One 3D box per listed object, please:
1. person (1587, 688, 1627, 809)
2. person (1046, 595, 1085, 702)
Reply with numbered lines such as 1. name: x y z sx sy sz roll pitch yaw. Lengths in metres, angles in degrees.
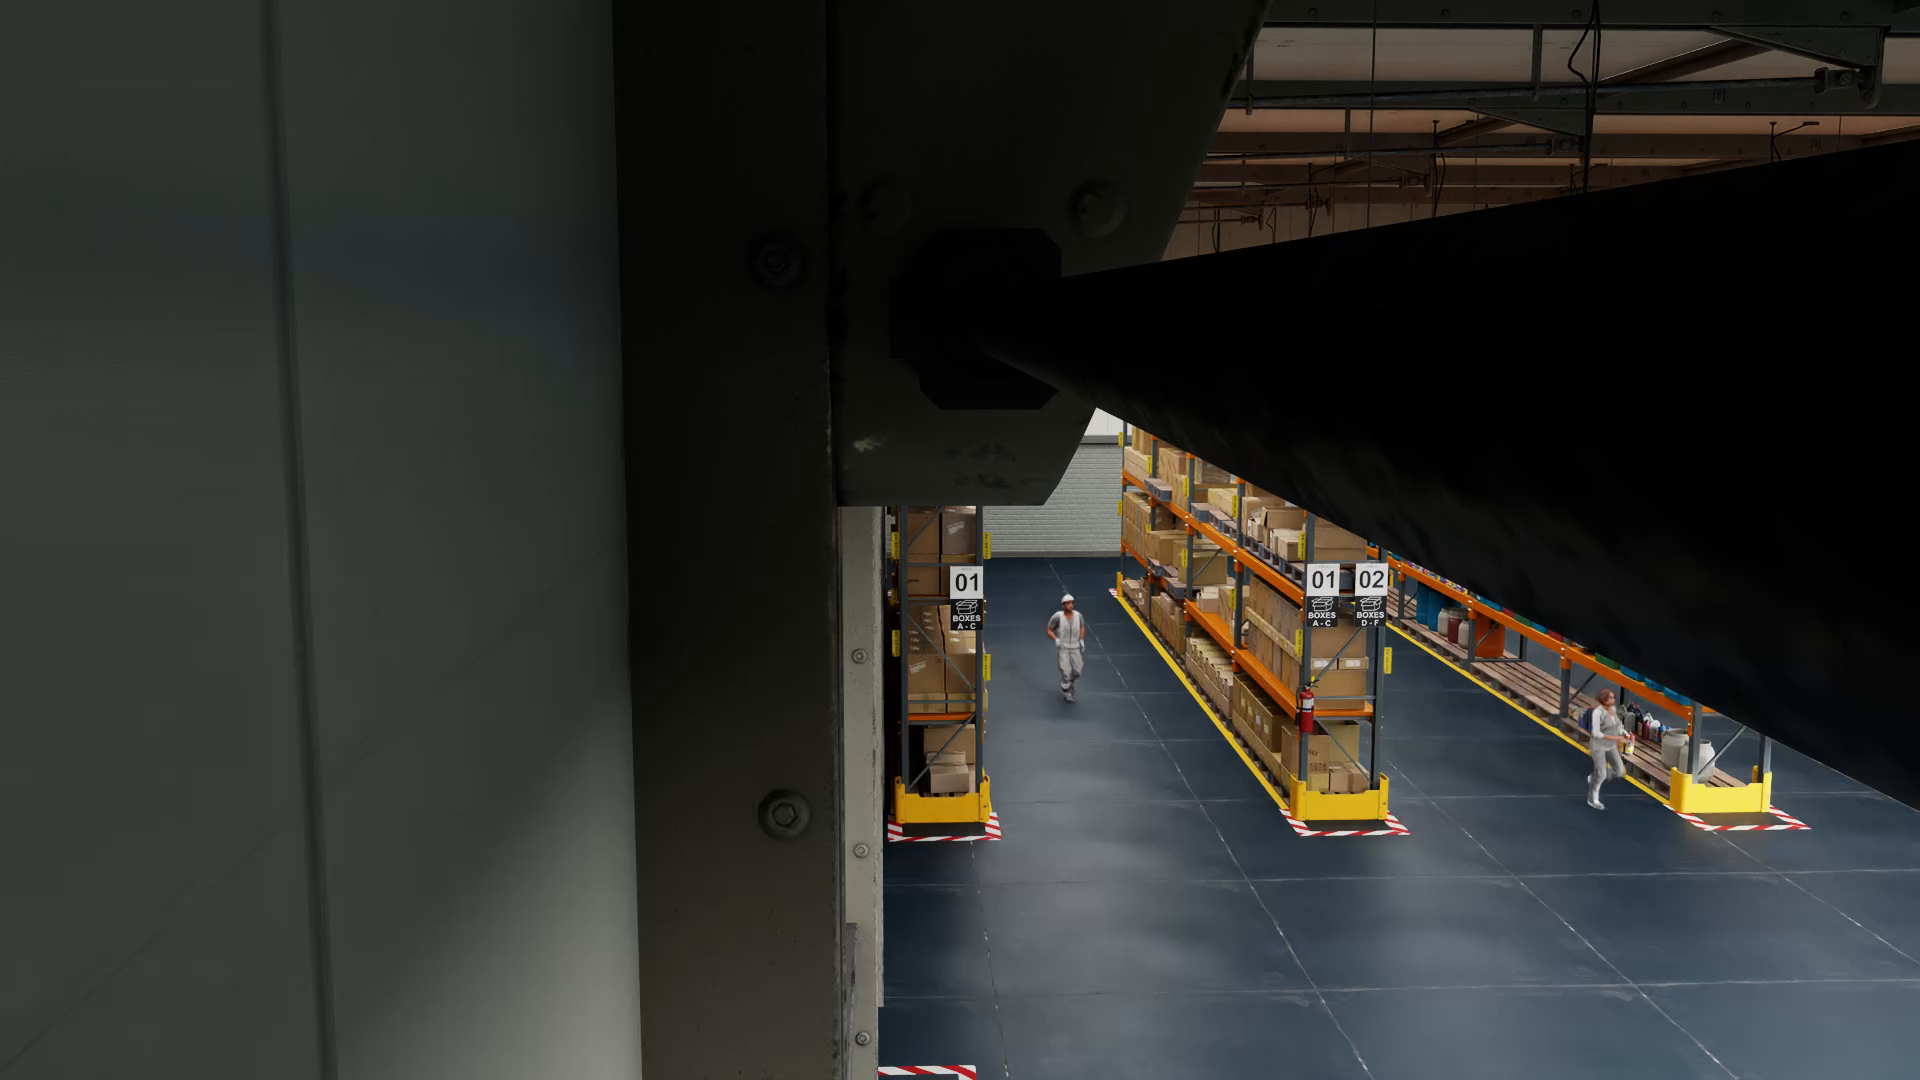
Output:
1. person: 8.165 2.634 20.954 0.547 1.572 0.593 -5 9 -30
2. person: 1.714 1.734 26.612 0.659 1.745 0.590 -2 8 -13
